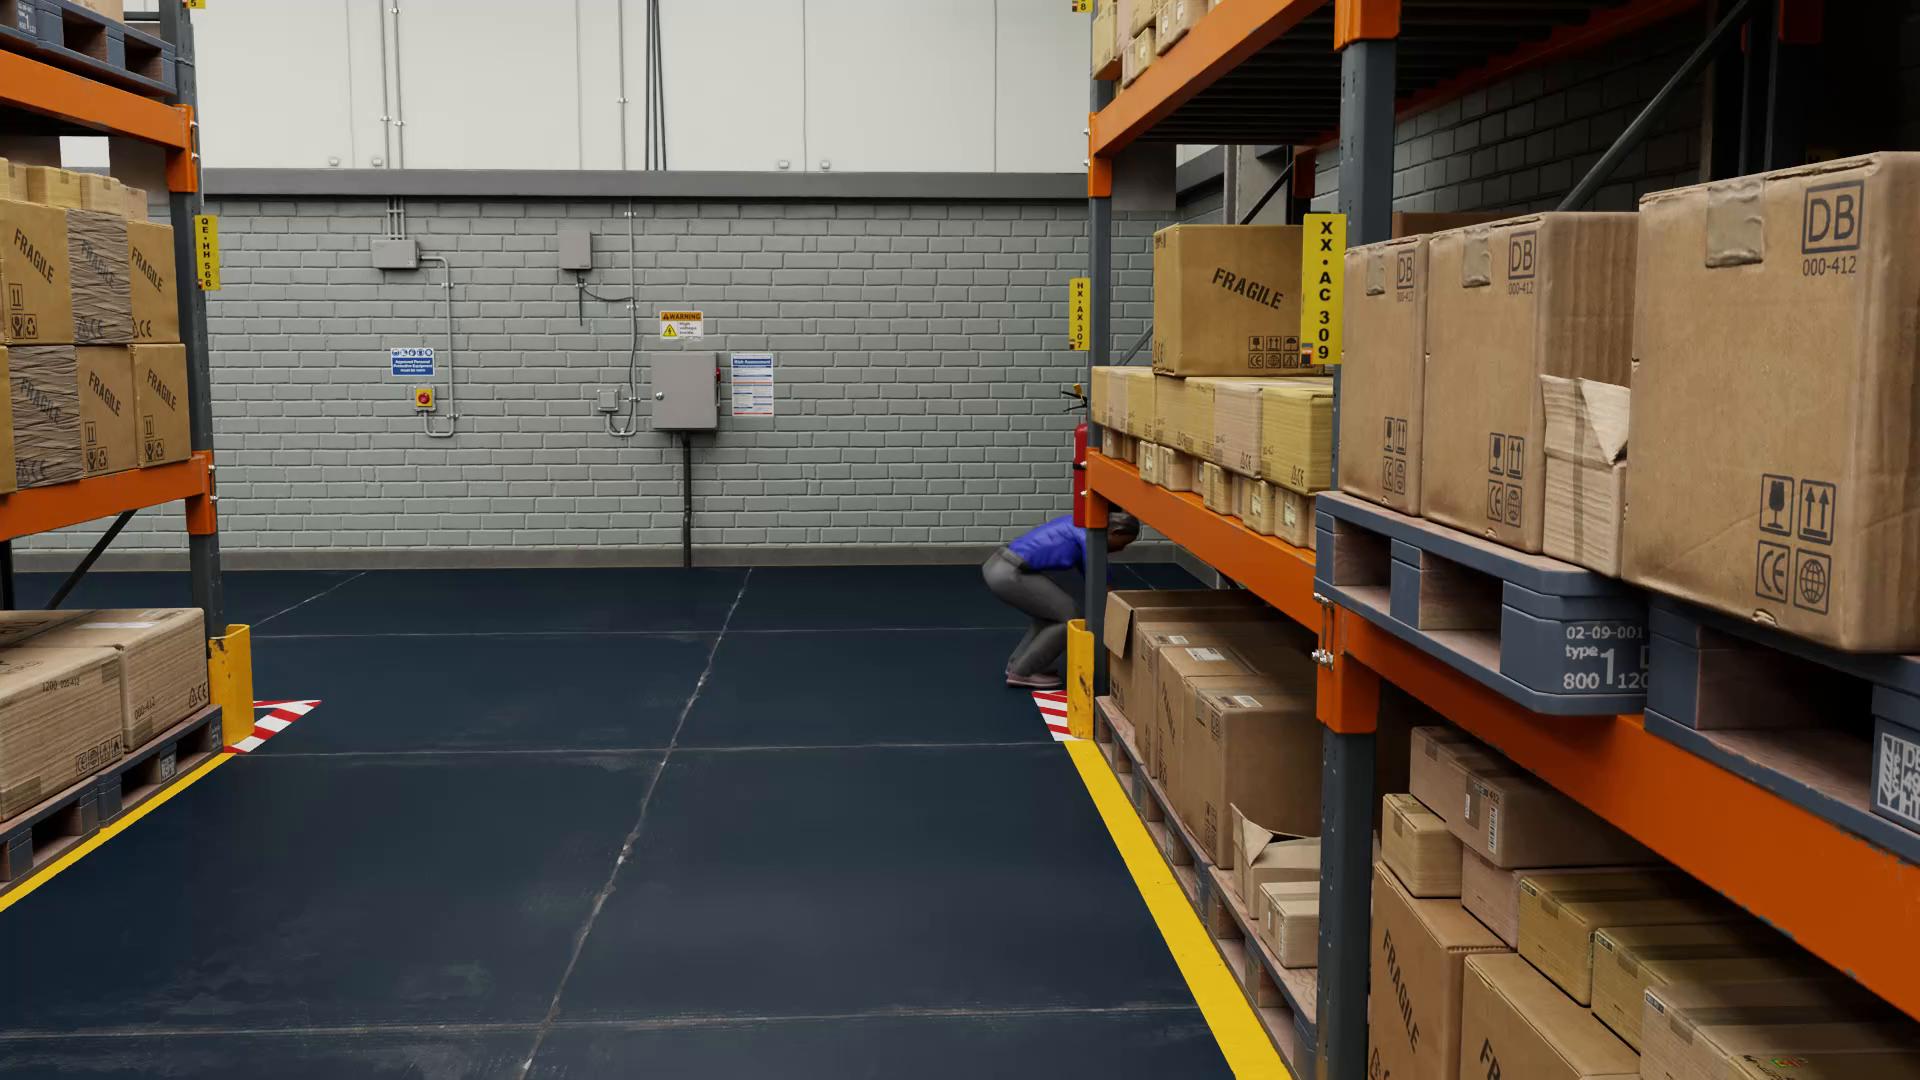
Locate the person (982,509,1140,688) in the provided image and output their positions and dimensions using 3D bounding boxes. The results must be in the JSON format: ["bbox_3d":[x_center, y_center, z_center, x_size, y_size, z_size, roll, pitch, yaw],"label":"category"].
[{"bbox_3d":[0.548,0.297,8.838,0.863,0.938,0.470,0,7,-4],"label":"person"}]
